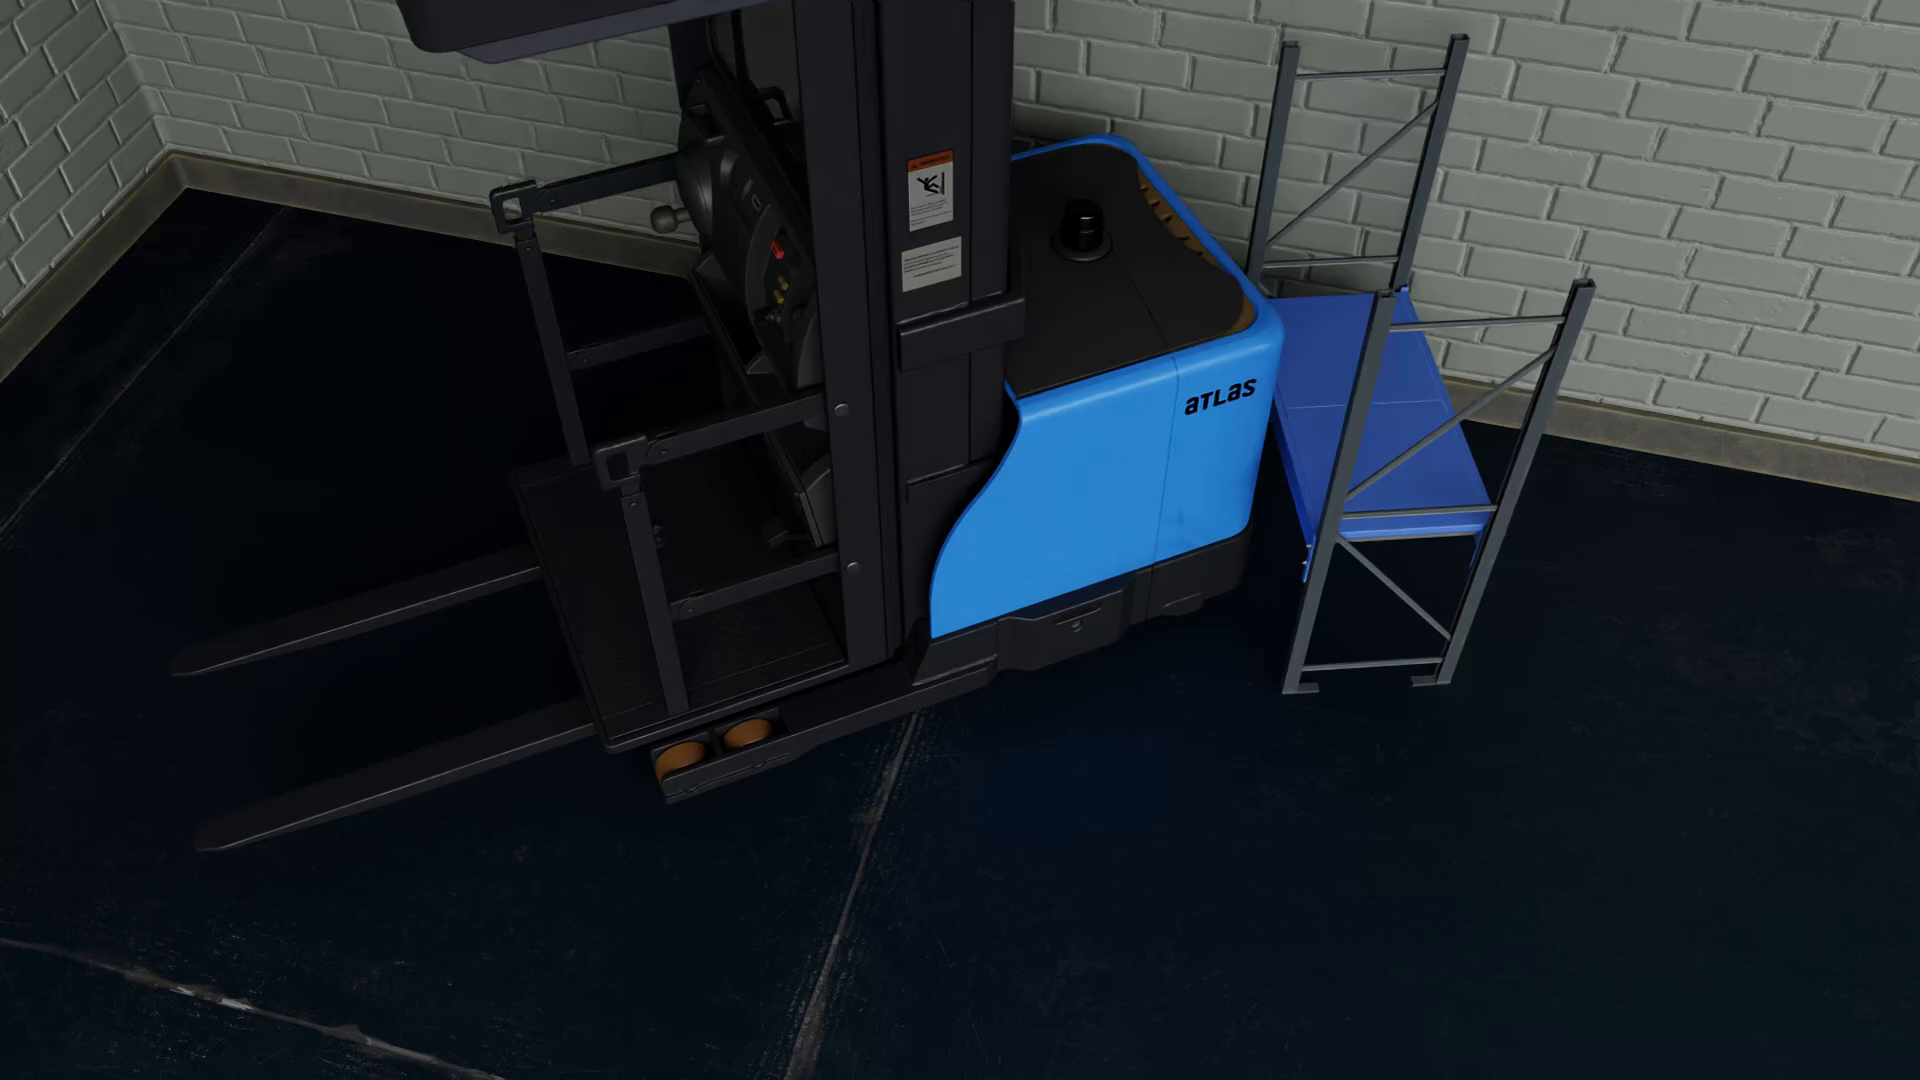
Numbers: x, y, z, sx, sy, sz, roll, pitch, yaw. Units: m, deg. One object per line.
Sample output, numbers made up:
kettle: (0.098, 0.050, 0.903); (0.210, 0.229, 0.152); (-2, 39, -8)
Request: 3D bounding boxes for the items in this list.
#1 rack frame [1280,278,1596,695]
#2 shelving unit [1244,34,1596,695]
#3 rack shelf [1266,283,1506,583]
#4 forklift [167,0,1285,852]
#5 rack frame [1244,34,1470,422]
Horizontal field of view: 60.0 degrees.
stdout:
rack frame: (1.187, -0.071, 4.312); (0.500, 1.500, 0.032); (-3, 49, -3)
shelving unit: (1.147, -0.451, 4.648); (0.538, 1.500, 1.048); (-3, 49, -3)
rack shelf: (1.147, -0.332, 4.783); (0.538, 0.185, 1.000); (-3, 49, -3)
forklift: (-0.697, -0.707, 3.919); (3.031, 2.935, 1.130); (-18, 51, -15)
rack frame: (1.107, -0.831, 4.983); (0.500, 1.500, 0.032); (-3, 49, -3)
